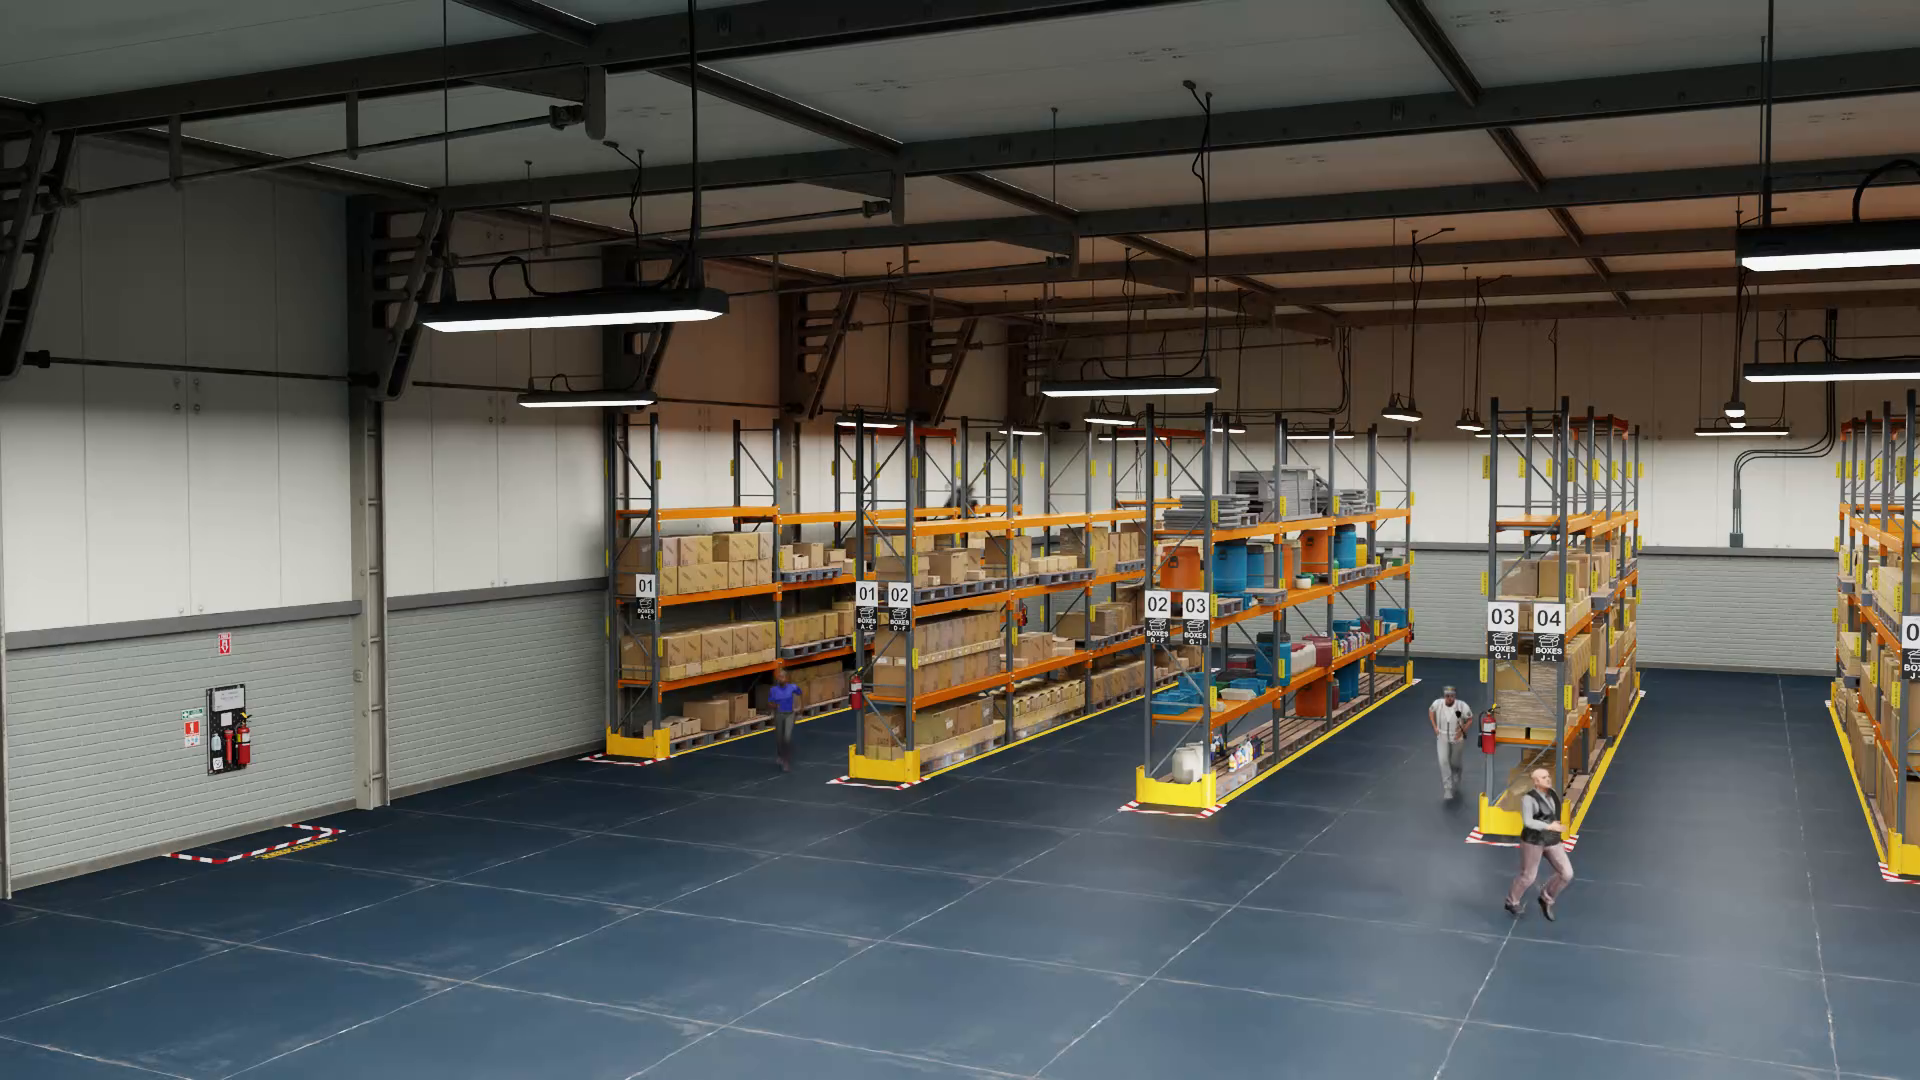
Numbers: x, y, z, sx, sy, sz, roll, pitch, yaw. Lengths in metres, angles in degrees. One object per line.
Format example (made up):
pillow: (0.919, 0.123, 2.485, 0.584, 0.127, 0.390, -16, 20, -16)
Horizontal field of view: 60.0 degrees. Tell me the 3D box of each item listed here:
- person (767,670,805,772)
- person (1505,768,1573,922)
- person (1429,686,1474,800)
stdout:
person: (-2.912, 3.011, 27.793, 0.586, 1.689, 0.874, 0, 2, 4)
person: (6.436, 3.364, 18.382, 0.657, 1.701, 0.850, -1, 3, -24)
person: (7.590, 3.082, 25.674, 0.673, 1.758, 1.016, 1, 3, 26)
